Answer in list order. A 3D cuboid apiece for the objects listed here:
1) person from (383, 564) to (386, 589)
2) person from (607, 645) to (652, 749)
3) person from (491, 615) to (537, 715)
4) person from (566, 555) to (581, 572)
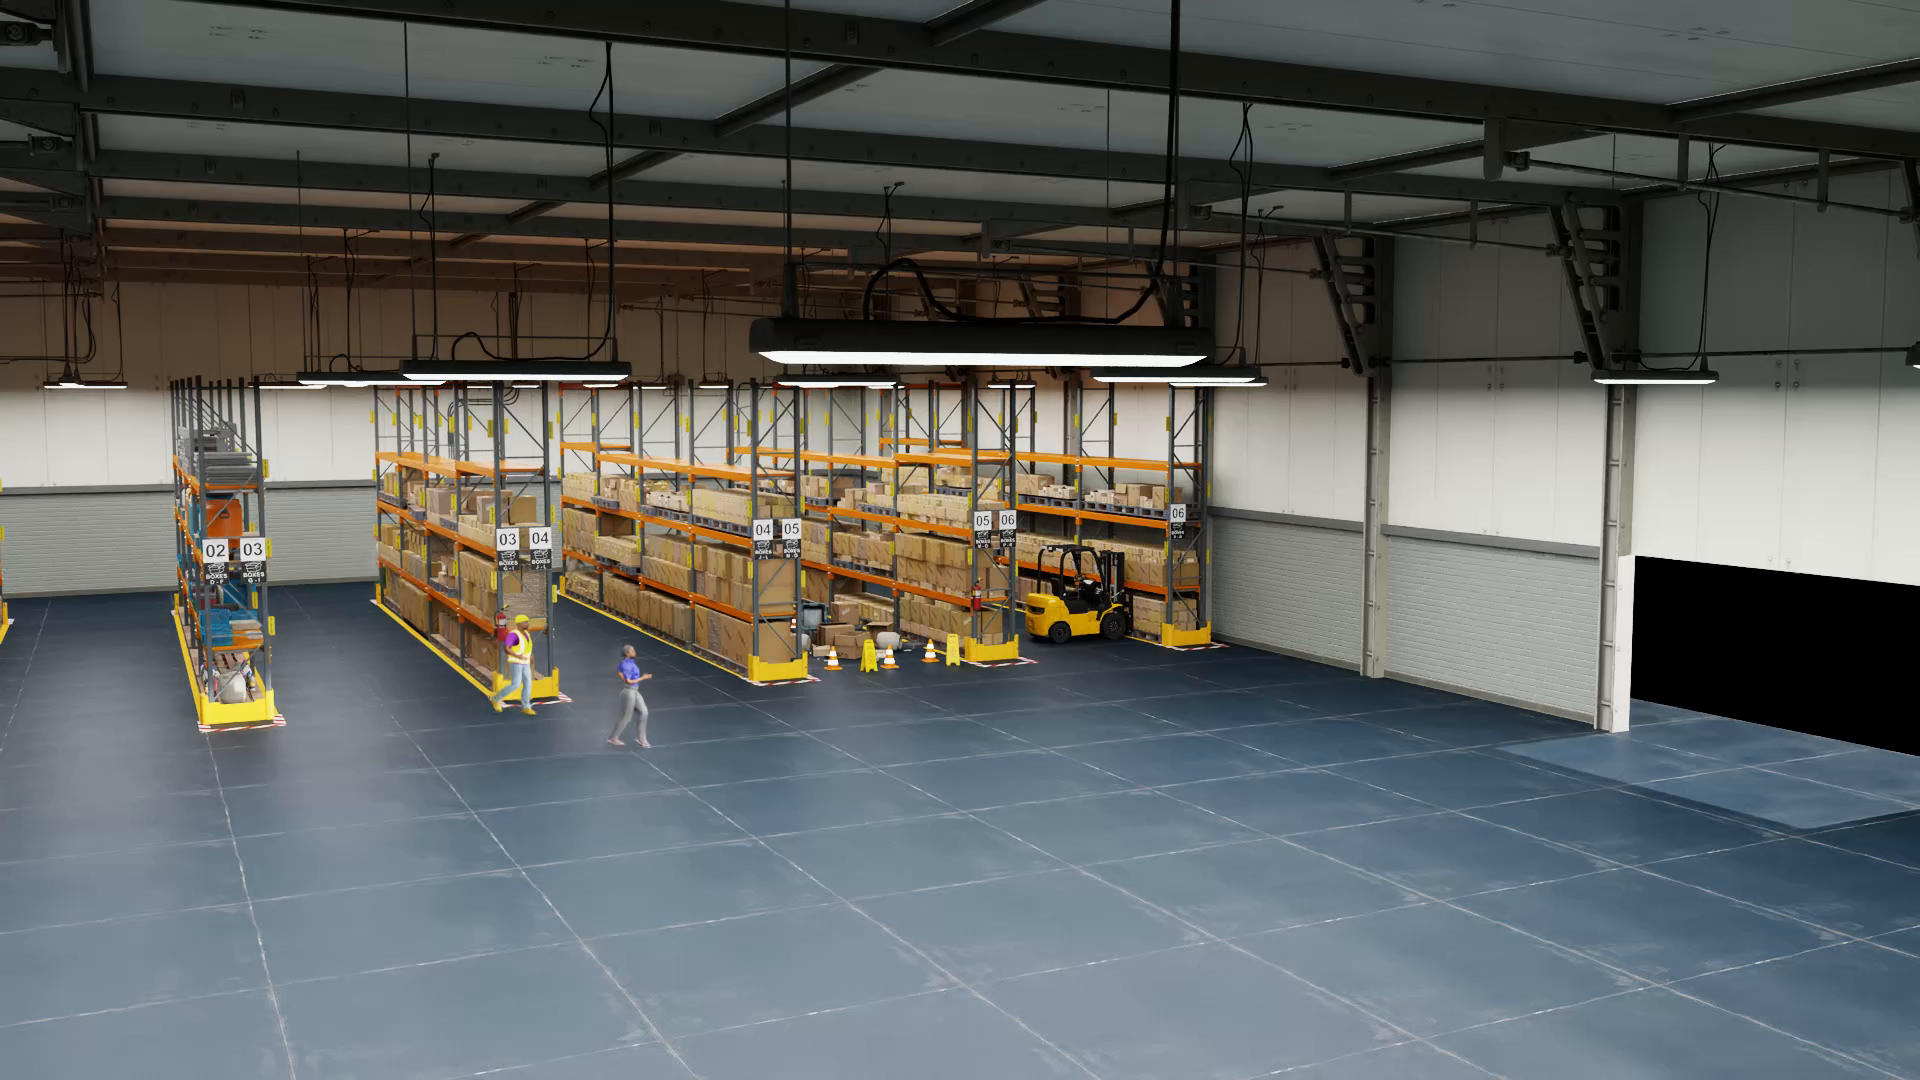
[{"bbox_3d":[-16.025,0.694,46.634,0.603,1.744,0.677,-1,5,-11],"label":"person"},{"bbox_3d":[-5.299,2.526,26.670,0.728,1.713,0.560,0,5,0],"label":"person"},{"bbox_3d":[-7.871,2.210,29.719,0.852,1.753,0.763,1,5,15],"label":"person"},{"bbox_3d":[-11.252,0.575,48.560,0.664,1.684,0.602,4,6,38],"label":"person"}]
